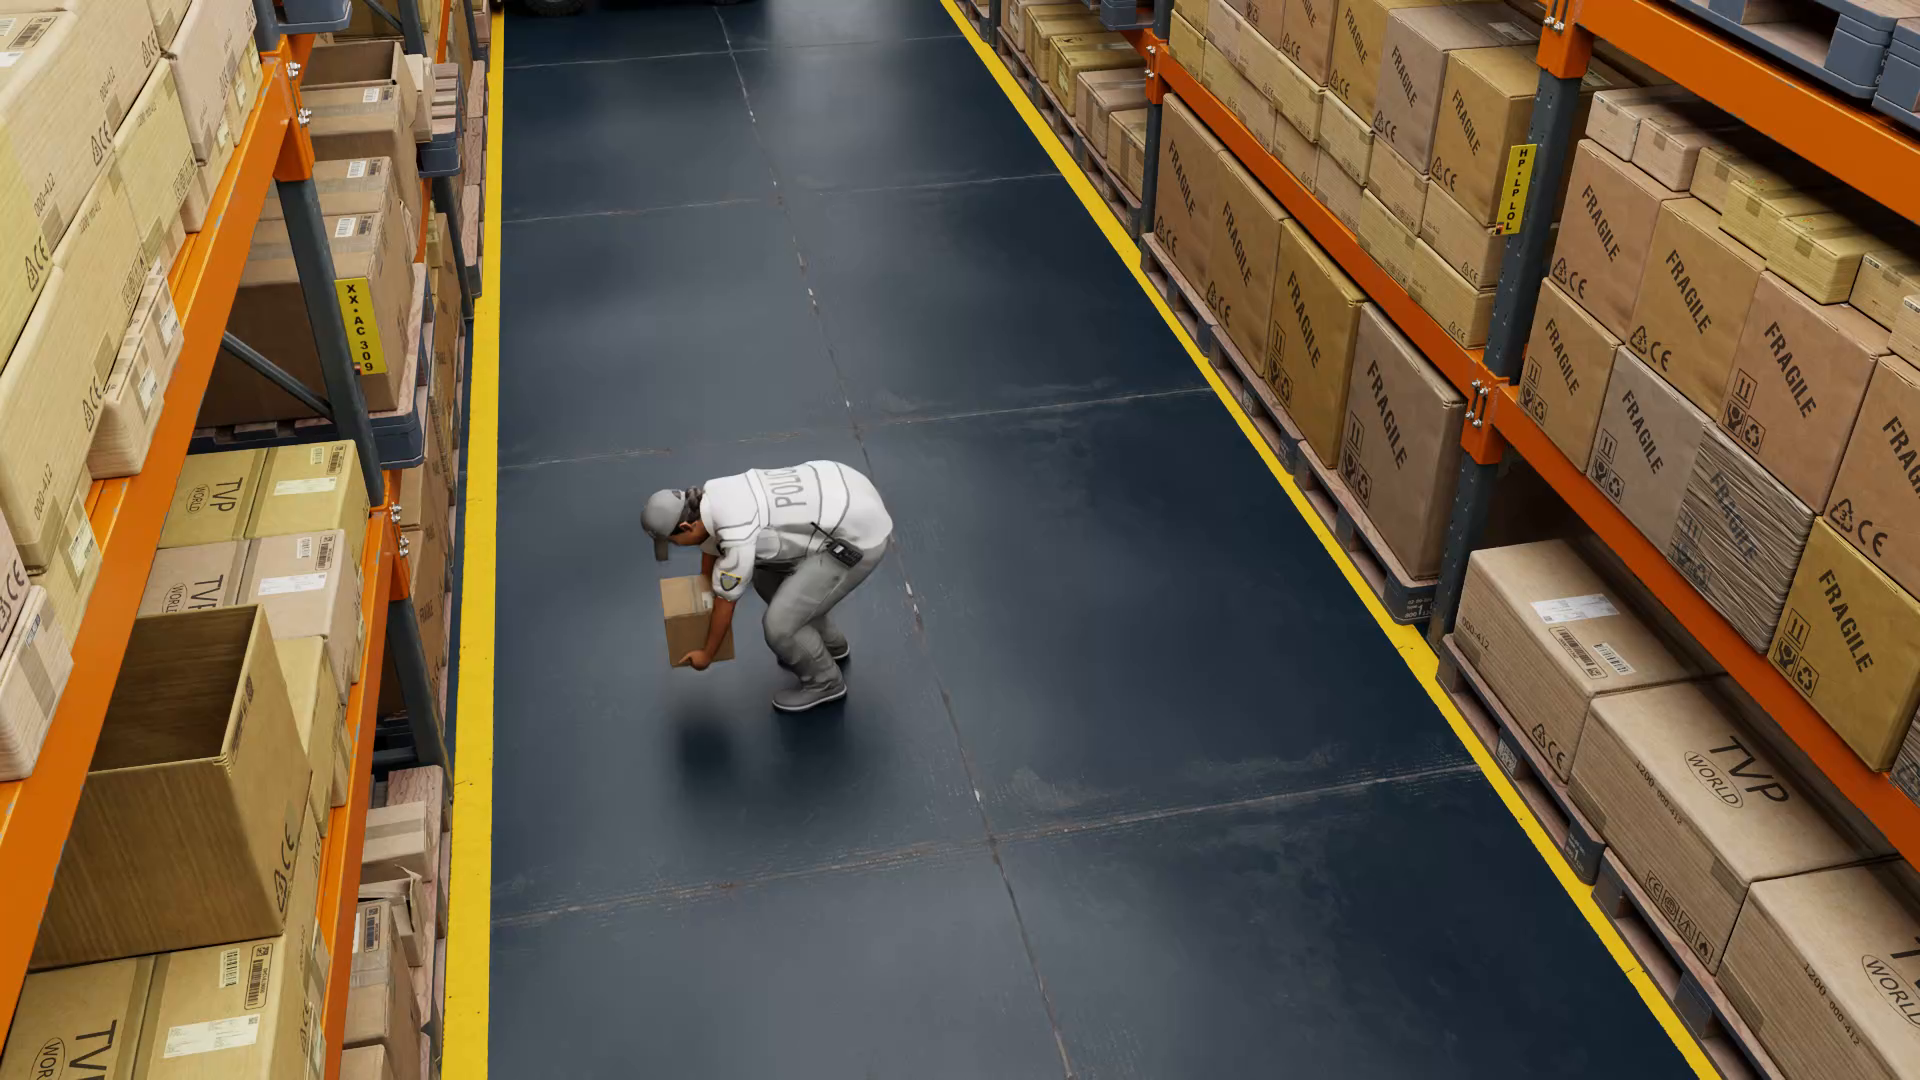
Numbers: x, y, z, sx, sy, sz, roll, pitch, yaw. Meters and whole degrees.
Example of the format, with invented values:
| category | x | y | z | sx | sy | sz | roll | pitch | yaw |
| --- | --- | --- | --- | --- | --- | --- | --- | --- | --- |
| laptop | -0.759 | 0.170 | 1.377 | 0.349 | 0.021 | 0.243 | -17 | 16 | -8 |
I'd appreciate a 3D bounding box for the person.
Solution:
| category | x | y | z | sx | sy | sz | roll | pitch | yaw |
| --- | --- | --- | --- | --- | --- | --- | --- | --- | --- |
| person | -0.731 | 0.174 | 6.466 | 0.938 | 1.015 | 0.501 | -9 | 36 | -13 |
